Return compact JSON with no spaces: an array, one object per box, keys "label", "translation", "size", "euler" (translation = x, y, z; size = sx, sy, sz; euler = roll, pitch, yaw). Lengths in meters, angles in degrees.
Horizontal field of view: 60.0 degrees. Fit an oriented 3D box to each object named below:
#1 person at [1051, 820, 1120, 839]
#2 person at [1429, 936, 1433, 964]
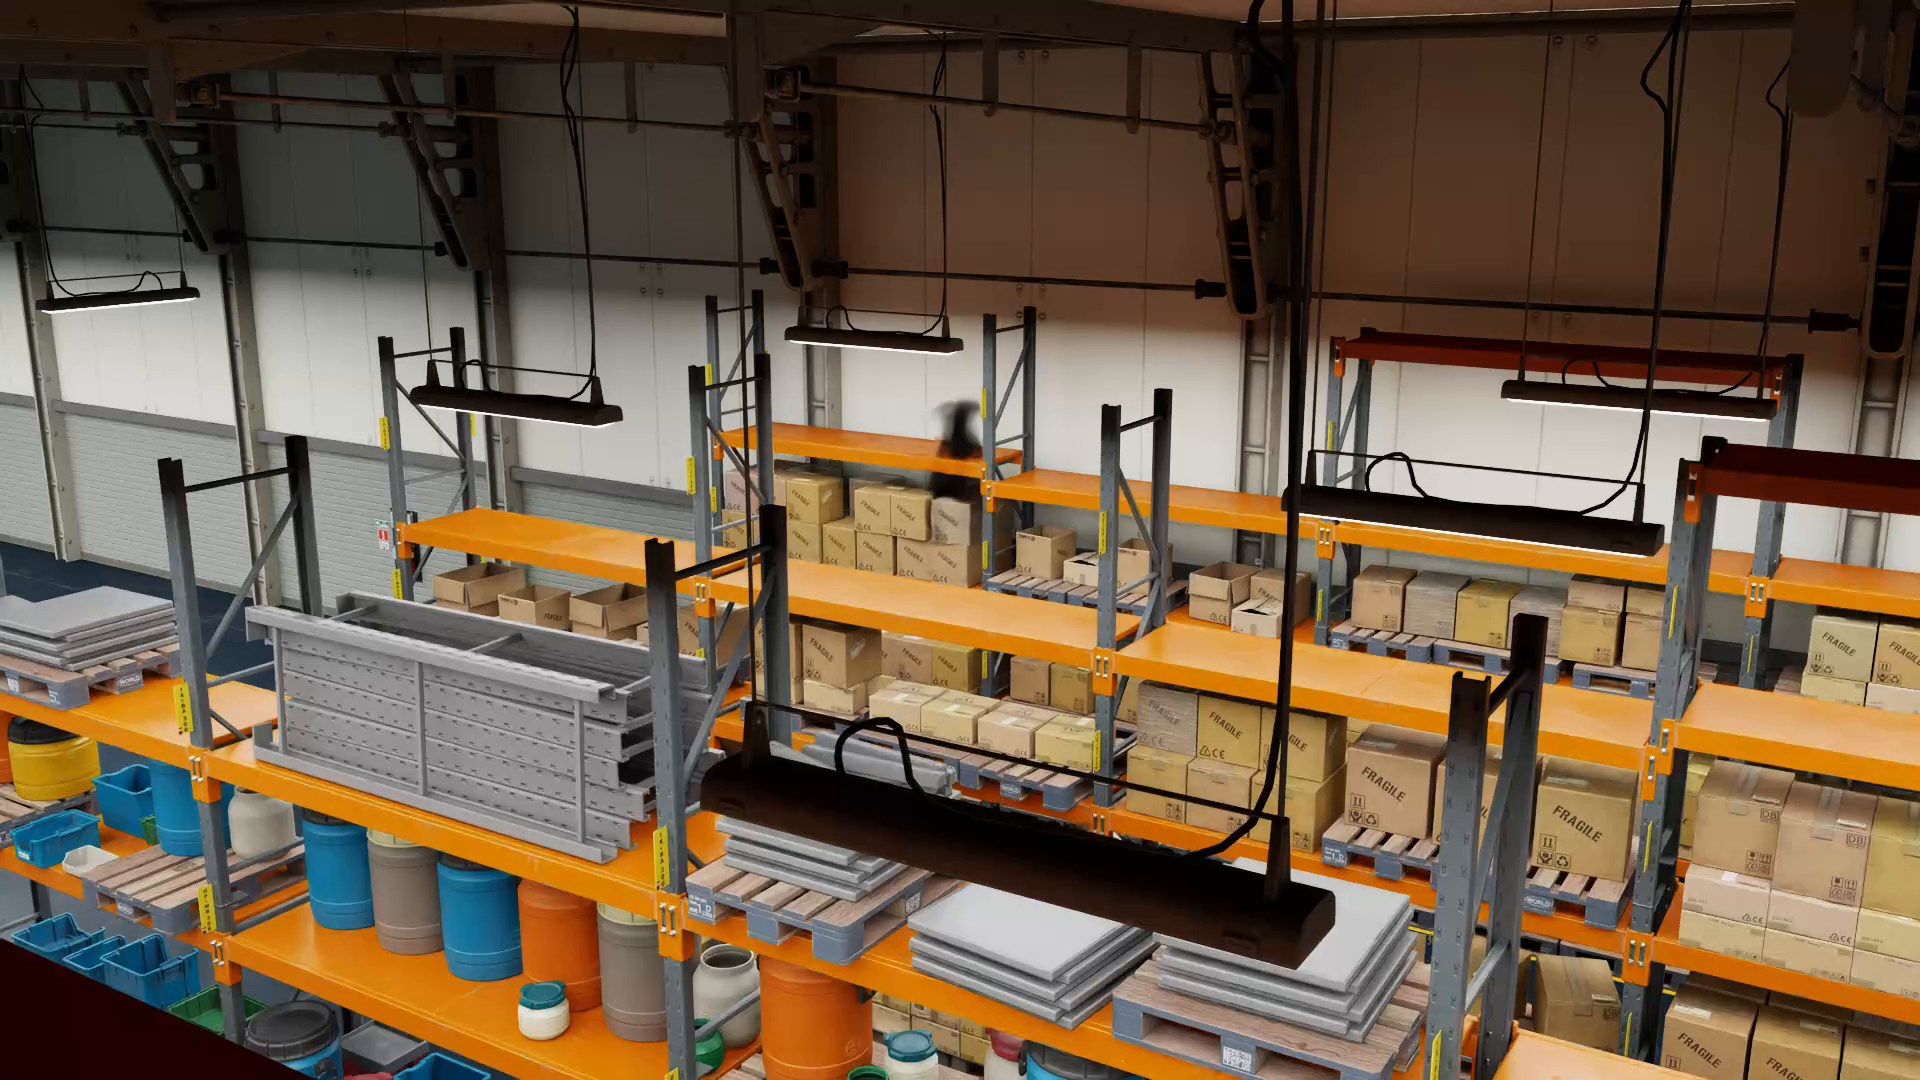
[{"label":"person","translation":[1.378,3.246,17.221],"size":[0.933,1.390,0.601],"euler":[2,14,10]},{"label":"person","translation":[4.481,3.765,14.836],"size":[0.646,1.559,0.520],"euler":[6,15,24]}]
